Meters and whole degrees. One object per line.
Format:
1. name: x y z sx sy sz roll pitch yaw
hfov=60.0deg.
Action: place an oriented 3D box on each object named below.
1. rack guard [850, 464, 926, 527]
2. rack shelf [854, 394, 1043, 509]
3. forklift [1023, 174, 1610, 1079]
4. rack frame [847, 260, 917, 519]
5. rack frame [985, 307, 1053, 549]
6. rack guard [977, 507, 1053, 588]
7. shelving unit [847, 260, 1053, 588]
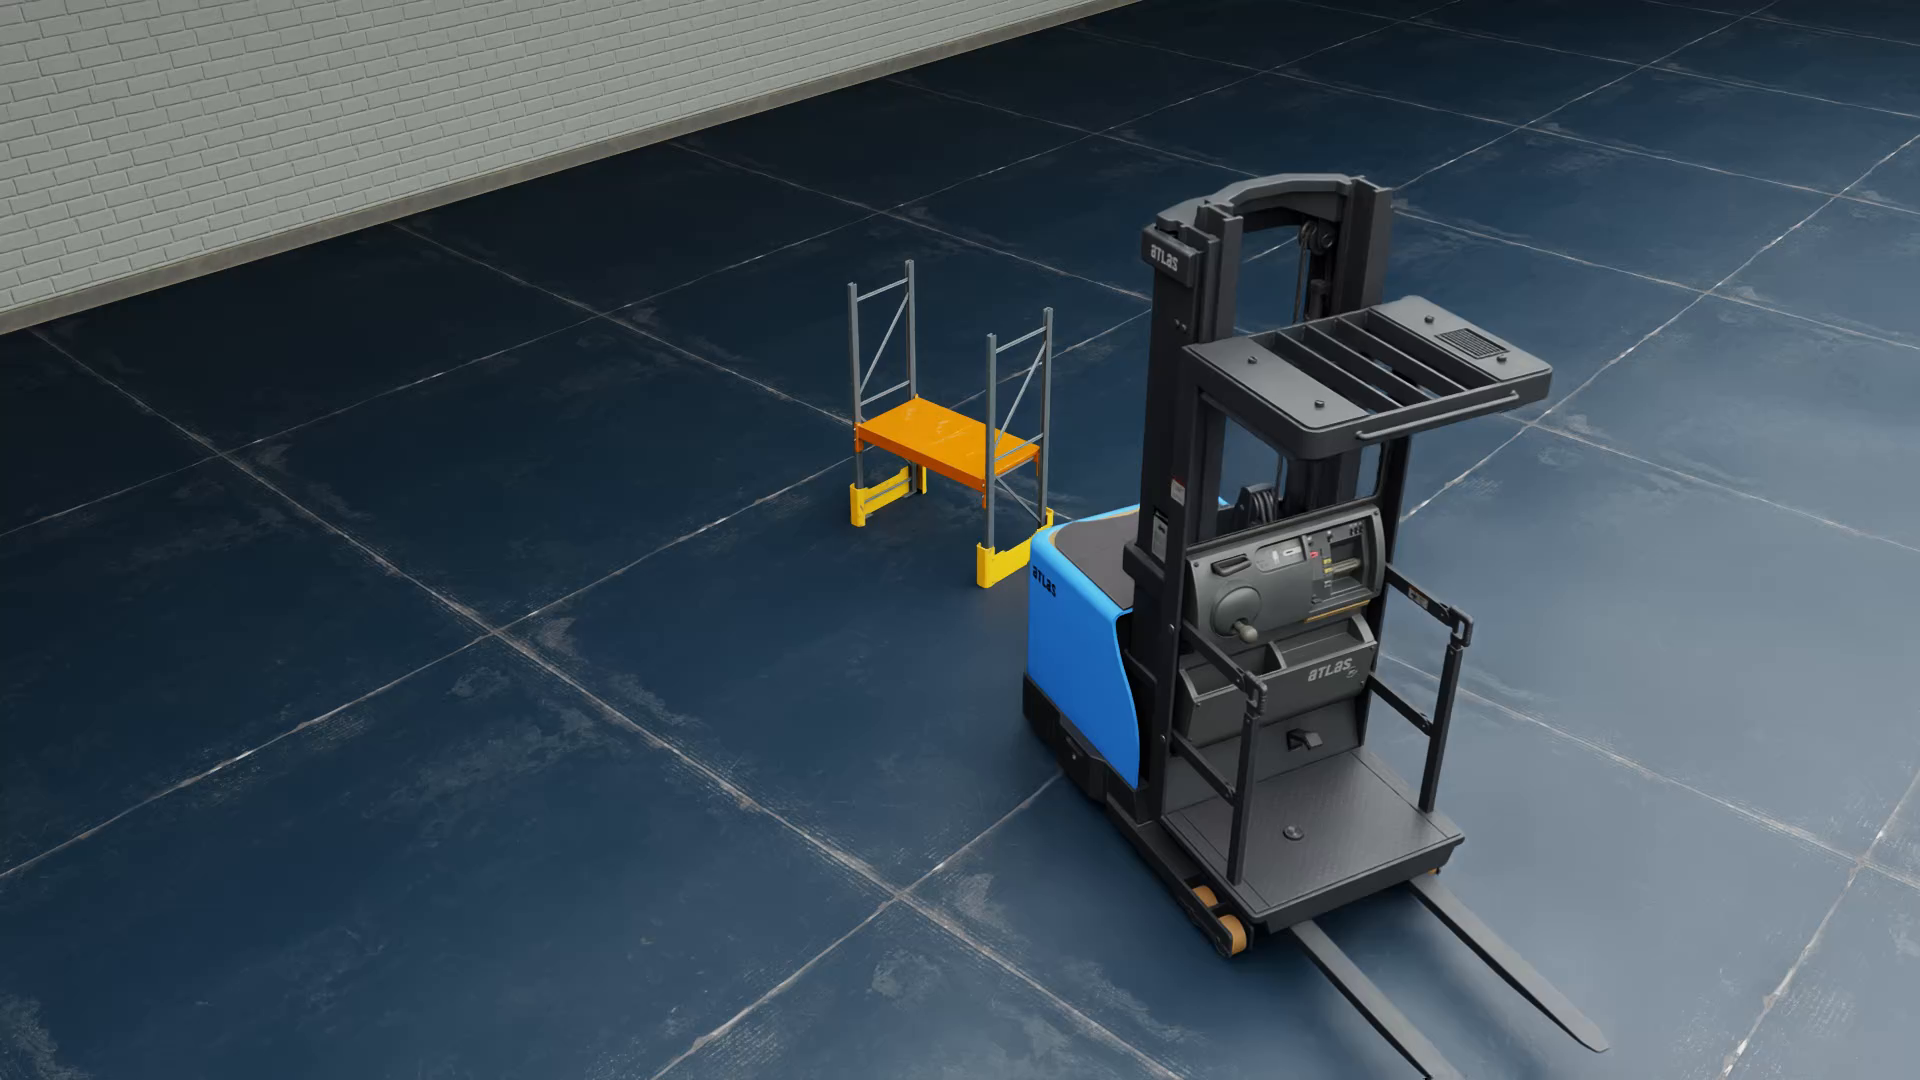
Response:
1. rack guard: -0.426 -0.306 9.960 0.087 0.250 0.587 25 39 35
2. rack shelf: -0.063 -0.518 9.449 1.000 0.185 0.538 25 39 35
3. forklift: 1.424 0.192 6.534 1.130 2.935 3.031 -15 34 -23
4. rack frame: -0.440 -0.848 9.649 0.032 1.500 0.500 25 39 35
5. rack frame: 0.314 -0.496 9.064 0.032 1.500 0.500 25 39 35
6. rack guard: 0.313 0.039 9.388 0.087 0.250 0.587 25 39 35
7. shelving unit: -0.057 -0.669 9.352 1.083 1.500 0.587 25 39 35
